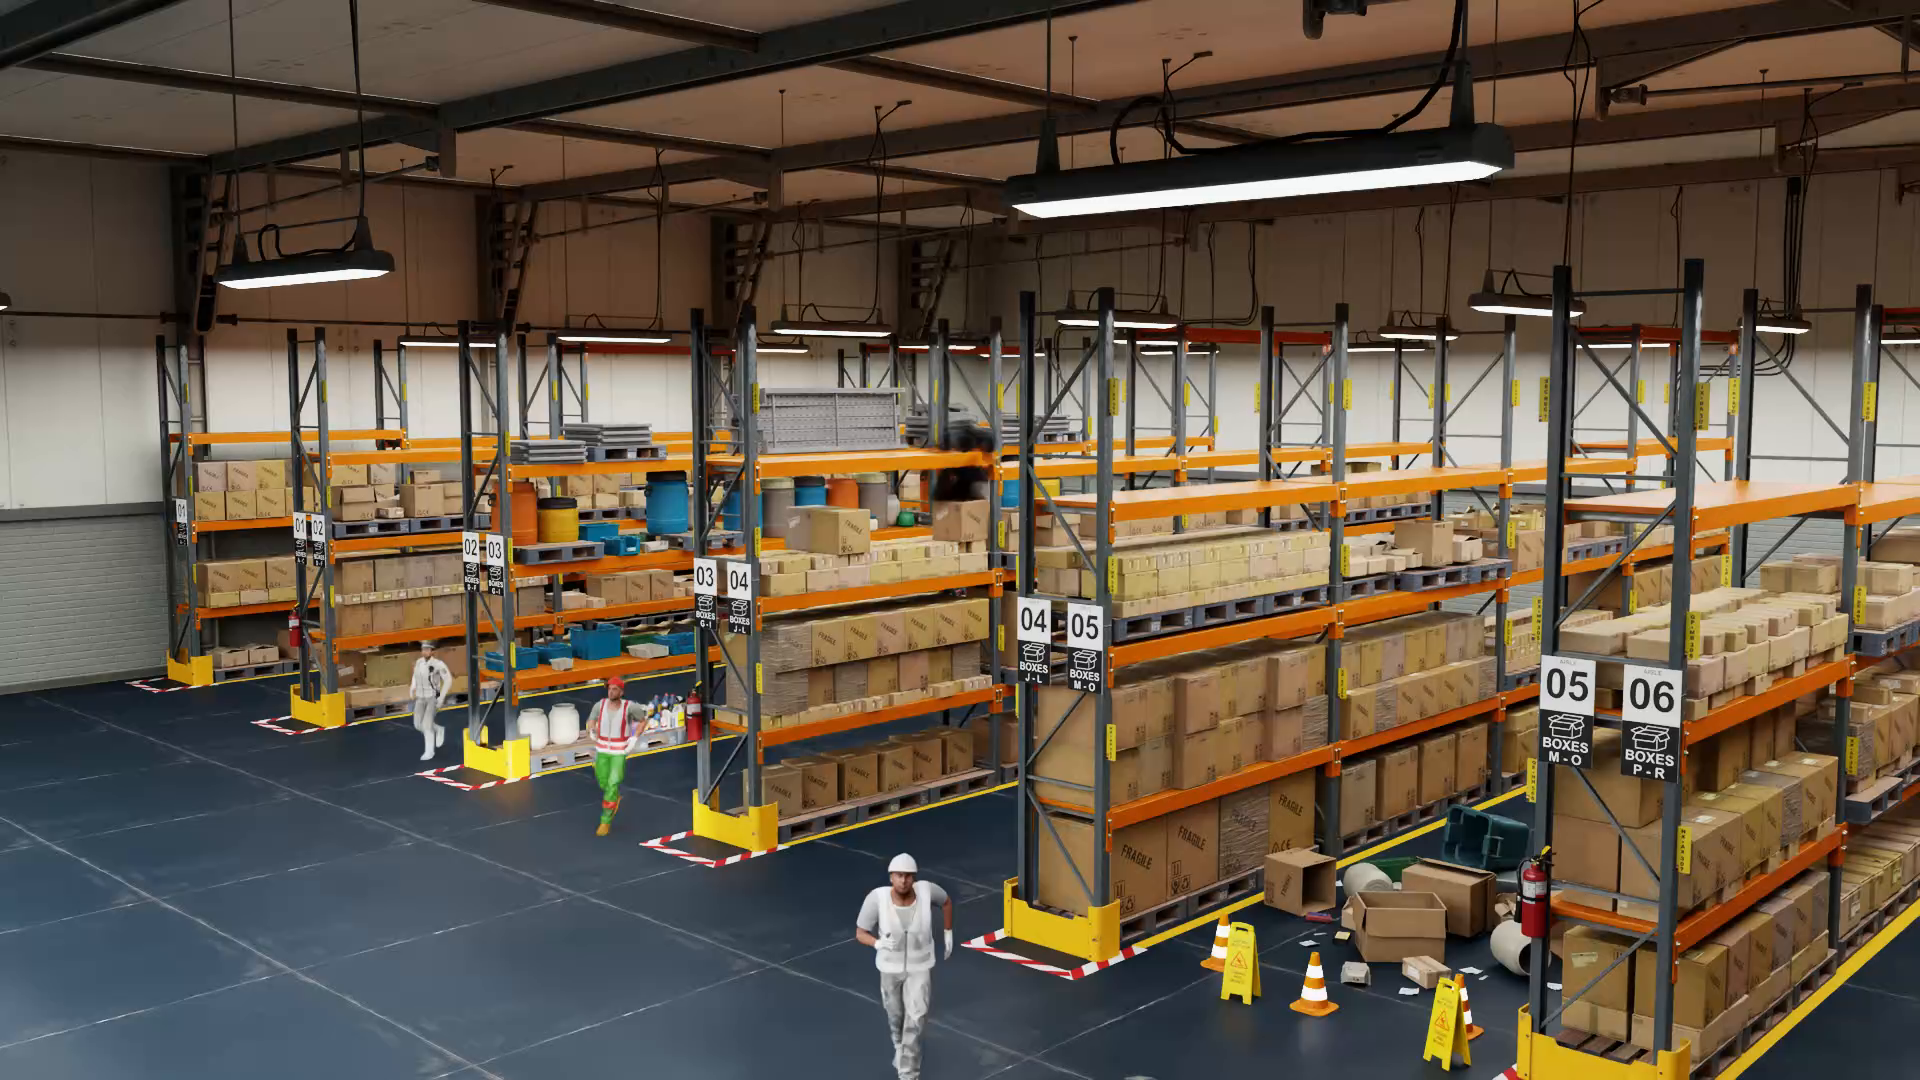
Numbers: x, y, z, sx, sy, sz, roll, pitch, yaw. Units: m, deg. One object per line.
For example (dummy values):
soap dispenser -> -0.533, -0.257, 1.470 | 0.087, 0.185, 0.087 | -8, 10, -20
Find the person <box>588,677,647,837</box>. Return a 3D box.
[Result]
person -> -4.002, 2.468, 19.345 | 0.668, 1.793, 0.859 | 1, 5, 9

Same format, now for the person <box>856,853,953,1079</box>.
person -> -0.405, 3.147, 12.161 | 0.712, 1.824, 0.889 | 0, 5, -2

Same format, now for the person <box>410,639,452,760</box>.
person -> -7.335, 2.194, 23.069 | 0.654, 1.669, 0.525 | 2, 6, 22
